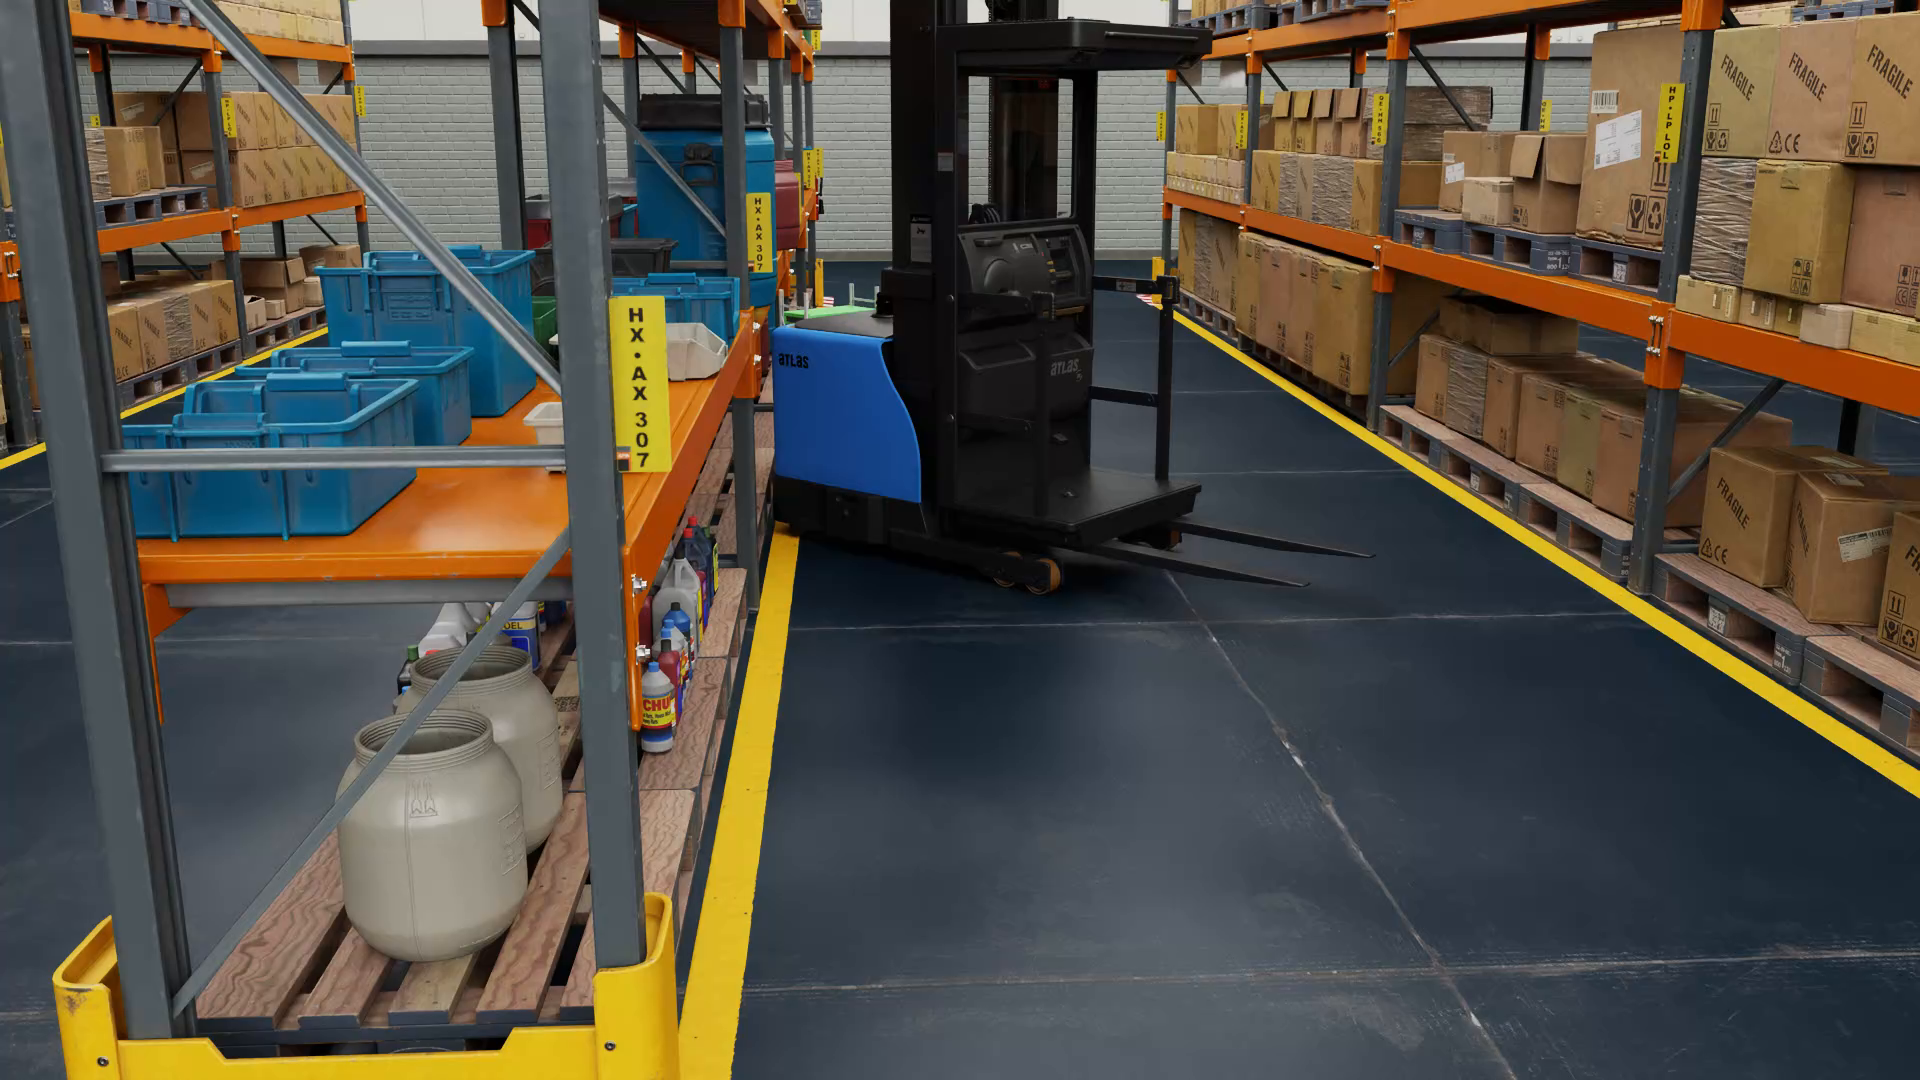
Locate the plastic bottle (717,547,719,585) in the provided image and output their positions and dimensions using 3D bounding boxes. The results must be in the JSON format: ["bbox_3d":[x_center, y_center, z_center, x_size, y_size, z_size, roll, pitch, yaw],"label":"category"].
[{"bbox_3d":[-1.051,0.089,6.892,0.097,0.201,0.097,0,14,0],"label":"plastic bottle"}]

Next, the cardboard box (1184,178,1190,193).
[{"bbox_3d":[2.574,-3.728,17.502,0.380,0.149,0.250,-1,14,-5],"label":"cardboard box"}]

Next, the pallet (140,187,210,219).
[{"bbox_3d":[-6.883,-2.759,13.614,1.003,0.211,1.213,-1,14,-3],"label":"pallet"}]

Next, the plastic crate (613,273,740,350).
[{"bbox_3d":[-1.045,-0.795,5.895,0.499,0.251,0.616,-1,14,-3],"label":"plastic crate"}]

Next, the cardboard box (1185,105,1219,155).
[{"bbox_3d":[2.645,-4.257,17.251,0.500,0.500,0.500,-1,14,-5],"label":"cardboard box"}]

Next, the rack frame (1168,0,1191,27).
[{"bbox_3d":[2.816,-7.104,18.079,1.000,3.000,0.127,-1,14,-3],"label":"rack frame"}]

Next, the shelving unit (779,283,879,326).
[{"bbox_3d":[-0.709,-0.785,9.168,0.503,1.200,0.258,-13,19,-41],"label":"shelving unit"}]

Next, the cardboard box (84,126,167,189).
[{"bbox_3d":[-7.018,-3.183,13.833,0.700,0.500,0.500,-6,16,-22],"label":"cardboard box"}]

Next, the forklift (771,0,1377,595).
[{"bbox_3d":[0.480,-1.319,7.772,3.031,2.935,1.130,12,19,38],"label":"forklift"}]

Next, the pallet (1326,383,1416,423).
[{"bbox_3d":[3.338,-1.056,12.208,1.003,0.211,1.213,-1,14,-3],"label":"pallet"}]

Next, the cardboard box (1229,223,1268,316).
[{"bbox_3d":[3.103,-2.544,15.815,0.875,0.875,0.875,-1,14,-3],"label":"cardboard box"}]

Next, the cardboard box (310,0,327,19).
[{"bbox_3d":[-6.754,-5.421,16.854,0.500,0.250,0.500,-1,14,-3],"label":"cardboard box"}]

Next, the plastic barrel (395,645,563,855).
[{"bbox_3d":[-1.284,0.571,4.438,0.421,0.512,0.421,0,14,0],"label":"plastic barrel"}]

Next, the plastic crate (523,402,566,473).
[{"bbox_3d":[-0.871,-0.243,3.981,0.298,0.136,0.250,-1,14,-3],"label":"plastic crate"}]

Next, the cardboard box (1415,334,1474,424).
[{"bbox_3d":[3.373,-1.046,10.704,0.700,0.500,0.500,-2,15,-6],"label":"cardboard box"}]

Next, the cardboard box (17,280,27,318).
[{"bbox_3d":[-6.876,-1.666,11.610,0.500,0.250,0.500,0,14,-1],"label":"cardboard box"}]

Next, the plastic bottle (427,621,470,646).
[{"bbox_3d":[-1.685,0.415,5.477,0.152,0.276,0.135,-1,14,-5],"label":"plastic bottle"}]

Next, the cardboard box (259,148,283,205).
[{"bbox_3d":[-6.618,-3.359,15.361,0.500,0.500,0.500,-1,14,-2],"label":"cardboard box"}]

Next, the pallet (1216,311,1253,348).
[{"bbox_3d":[3.095,-2.044,16.047,1.003,0.211,1.213,-1,14,-3],"label":"pallet"}]

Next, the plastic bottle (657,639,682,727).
[{"bbox_3d":[-0.933,0.447,5.339,0.061,0.283,0.133,-1,14,-3],"label":"plastic bottle"}]

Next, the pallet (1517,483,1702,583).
[{"bbox_3d":[3.510,-0.058,8.327,1.003,0.211,1.213,-1,14,-3],"label":"pallet"}]

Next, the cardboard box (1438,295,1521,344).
[{"bbox_3d":[3.383,-1.409,10.611,0.500,0.250,0.500,0,14,-1],"label":"cardboard box"}]

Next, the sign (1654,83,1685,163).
[{"bbox_3d":[3.006,-1.766,7.046,0.100,0.325,0.005,-1,14,-3],"label":"sign"}]

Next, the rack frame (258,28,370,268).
[{"bbox_3d":[-7.072,-4.047,18.236,1.000,3.000,0.127,-1,14,-3],"label":"rack frame"}]

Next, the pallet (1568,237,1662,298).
[{"bbox_3d":[3.657,-1.314,7.999,1.003,0.211,1.213,-1,14,-3],"label":"pallet"}]

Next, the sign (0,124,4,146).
[{"bbox_3d":[-6.022,-2.628,10.395,0.100,0.325,0.005,-1,14,-3],"label":"sign"}]

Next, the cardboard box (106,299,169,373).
[{"bbox_3d":[-6.421,-1.562,12.712,0.500,0.500,0.500,-1,14,-5],"label":"cardboard box"}]

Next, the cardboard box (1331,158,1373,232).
[{"bbox_3d":[3.008,-2.501,12.026,0.500,0.500,0.500,-1,14,-4],"label":"cardboard box"}]

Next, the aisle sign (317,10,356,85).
[{"bbox_3d":[-6.770,-5.328,17.996,0.394,0.787,0.004,-1,14,-3],"label":"aisle sign"}]

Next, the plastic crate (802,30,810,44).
[{"bbox_3d":[-1.782,-5.232,17.246,0.450,0.188,0.336,-1,14,-3],"label":"plastic crate"}]

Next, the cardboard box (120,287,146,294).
[{"bbox_3d":[-6.993,-1.798,13.629,0.500,0.500,0.500,-1,14,-3],"label":"cardboard box"}]

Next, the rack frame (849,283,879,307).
[{"bbox_3d":[-0.530,-0.826,9.329,0.015,1.200,0.240,-13,19,-41],"label":"rack frame"}]

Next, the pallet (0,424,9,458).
[{"bbox_3d":[-6.564,-0.502,10.052,1.003,0.211,1.213,-1,14,-3],"label":"pallet"}]

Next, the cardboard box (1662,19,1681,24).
[{"bbox_3d":[7.618,-5.256,17.216,0.500,0.250,0.500,-1,14,-5],"label":"cardboard box"}]

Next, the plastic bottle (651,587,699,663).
[{"bbox_3d":[-1.019,0.292,5.955,0.152,0.276,0.135,-1,14,-2],"label":"plastic bottle"}]

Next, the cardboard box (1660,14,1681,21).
[{"bbox_3d":[7.593,-5.504,17.176,0.500,0.250,0.500,-1,14,-3],"label":"cardboard box"}]

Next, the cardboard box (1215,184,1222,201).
[{"bbox_3d":[2.670,-3.345,16.012,0.380,0.149,0.250,-1,14,-2],"label":"cardboard box"}]

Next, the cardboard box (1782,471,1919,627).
[{"bbox_3d":[3.587,0.035,6.544,0.500,0.500,0.500,4,15,14],"label":"cardboard box"}]

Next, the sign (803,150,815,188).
[{"bbox_3d":[-1.331,-3.270,14.660,0.100,0.325,0.005,-1,14,-3],"label":"sign"}]

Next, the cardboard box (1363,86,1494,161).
[{"bbox_3d":[3.282,-2.926,11.664,0.797,0.503,0.637,0,14,-2],"label":"cardboard box"}]

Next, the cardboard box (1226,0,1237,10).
[{"bbox_3d":[2.926,-5.285,15.782,0.700,0.500,0.500,0,14,-1],"label":"cardboard box"}]

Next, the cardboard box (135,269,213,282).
[{"bbox_3d":[-7.142,-2.192,15.160,0.500,0.500,0.500,-1,14,-3],"label":"cardboard box"}]

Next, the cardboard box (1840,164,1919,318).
[{"bbox_3d":[3.653,-1.047,5.777,0.875,0.500,0.500,-1,14,-3],"label":"cardboard box"}]

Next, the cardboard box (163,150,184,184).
[{"bbox_3d":[-7.111,-3.221,14.825,0.500,0.500,0.500,-1,14,-3],"label":"cardboard box"}]

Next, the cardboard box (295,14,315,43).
[{"bbox_3d":[-6.713,-5.055,16.434,0.500,0.250,0.500,-1,14,-3],"label":"cardboard box"}]

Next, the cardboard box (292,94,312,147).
[{"bbox_3d":[-6.669,-4.091,16.199,0.500,0.500,0.500,0,14,-2],"label":"cardboard box"}]

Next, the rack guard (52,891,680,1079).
[{"bbox_3d":[-1.188,1.049,3.446,1.175,0.500,0.348,-1,14,-3],"label":"rack guard"}]

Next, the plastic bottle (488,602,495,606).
[{"bbox_3d":[-1.690,0.260,6.088,0.097,0.271,0.097,0,14,0],"label":"plastic bottle"}]

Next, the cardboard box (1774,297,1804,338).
[{"bbox_3d":[3.343,-0.849,6.309,0.380,0.149,0.250,-1,14,-3],"label":"cardboard box"}]

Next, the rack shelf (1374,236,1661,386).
[{"bbox_3d":[3.435,-1.364,9.250,1.077,0.370,4.000,-1,14,-3],"label":"rack shelf"}]

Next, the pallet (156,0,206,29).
[{"bbox_3d":[-6.854,-4.251,13.385,1.213,0.211,1.003,-1,14,-3],"label":"pallet"}]

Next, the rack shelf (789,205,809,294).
[{"bbox_3d":[-1.756,-2.282,12.819,1.077,0.370,4.000,-1,14,-3],"label":"rack shelf"}]

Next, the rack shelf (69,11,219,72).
[{"bbox_3d":[-6.700,-3.659,12.152,1.077,0.370,4.000,-1,14,-3],"label":"rack shelf"}]

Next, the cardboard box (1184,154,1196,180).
[{"bbox_3d":[2.642,-3.893,17.340,0.500,0.250,0.500,-1,14,-5],"label":"cardboard box"}]

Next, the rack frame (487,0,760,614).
[{"bbox_3d":[-1.384,-1.138,6.930,1.000,3.000,0.127,-1,14,-3],"label":"rack frame"}]

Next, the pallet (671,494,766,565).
[{"bbox_3d":[-1.472,0.018,8.034,1.003,0.211,1.213,-1,14,-3],"label":"pallet"}]
